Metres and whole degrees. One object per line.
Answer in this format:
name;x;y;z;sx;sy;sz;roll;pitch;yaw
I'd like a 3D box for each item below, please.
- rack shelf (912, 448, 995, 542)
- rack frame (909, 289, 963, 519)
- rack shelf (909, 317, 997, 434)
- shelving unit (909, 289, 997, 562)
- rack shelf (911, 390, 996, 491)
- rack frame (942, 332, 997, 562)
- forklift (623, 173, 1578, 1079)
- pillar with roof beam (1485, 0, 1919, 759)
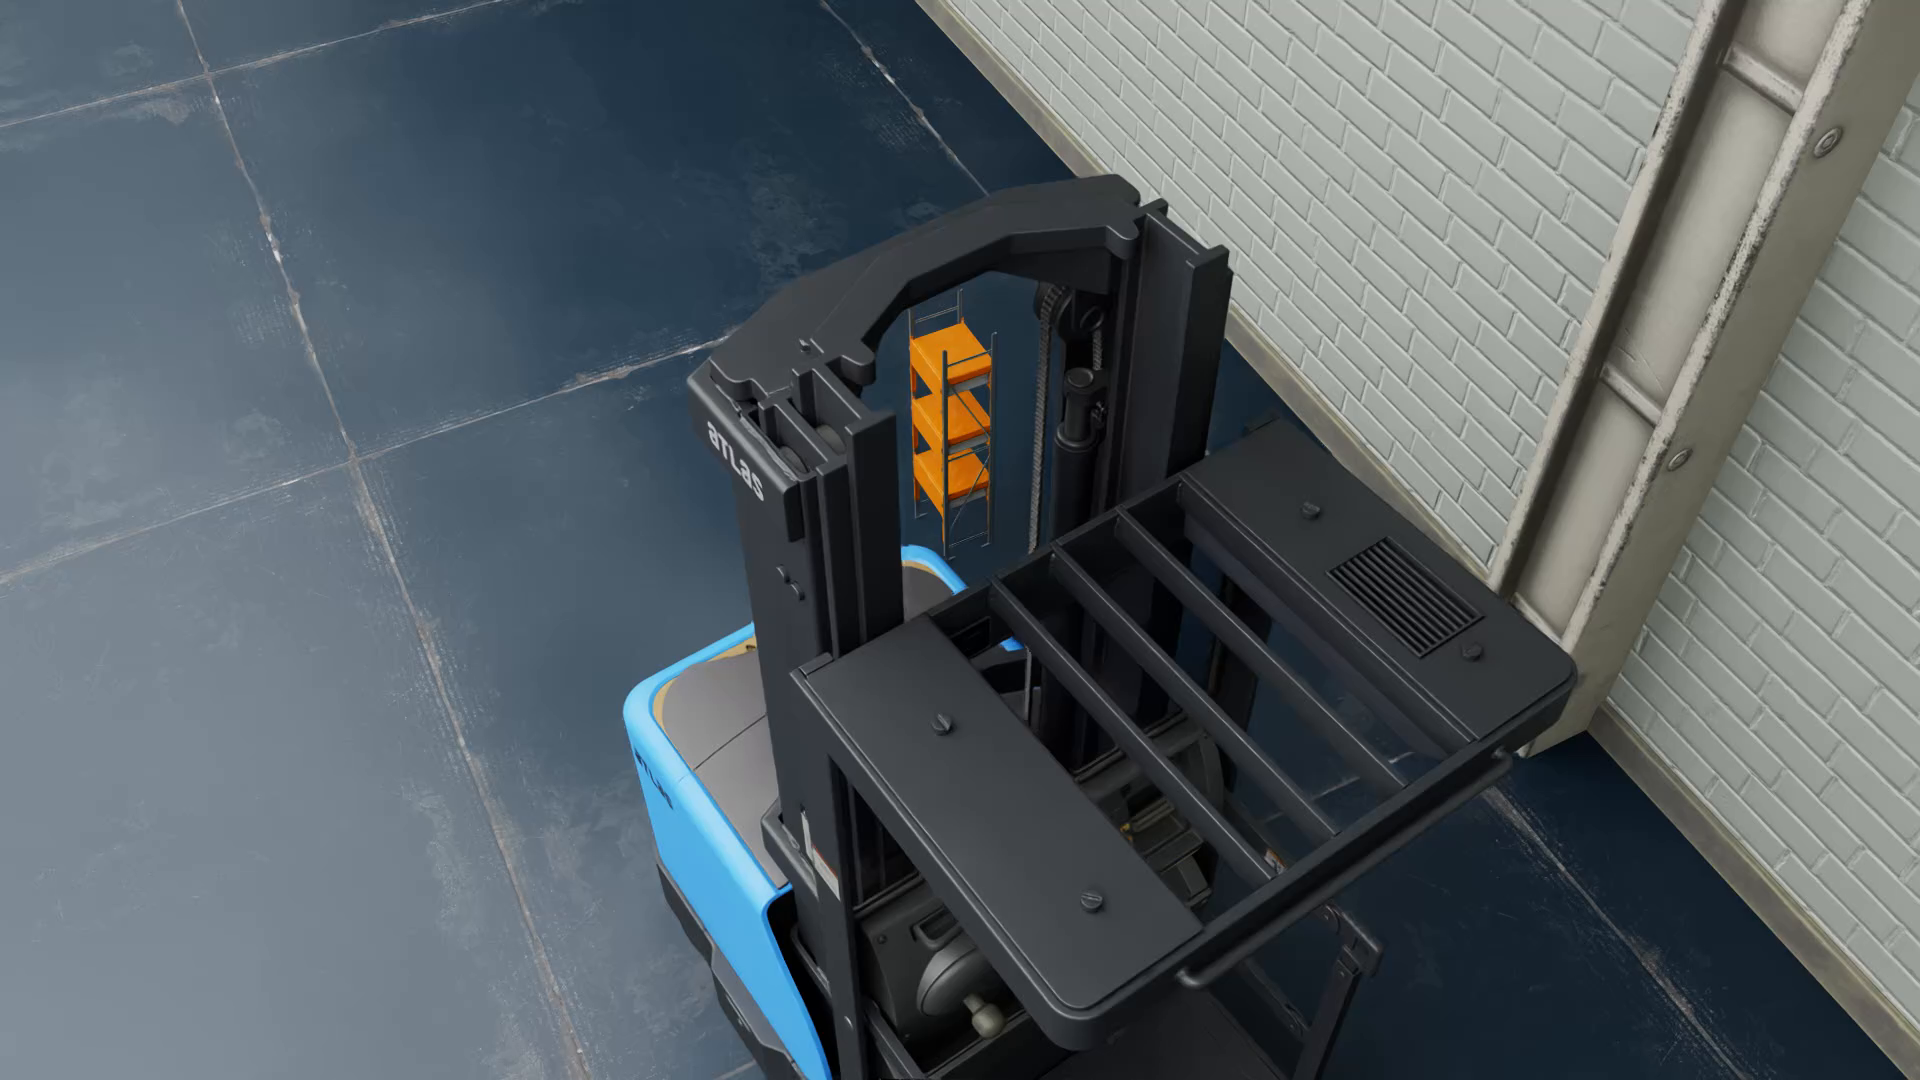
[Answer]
rack shelf;-0.025;-0.191;6.103;0.215;0.259;0.240;-21;52;-18
rack frame;-0.080;-0.463;5.958;0.200;1.050;0.008;-21;52;-18
rack shelf;-0.025;-0.561;5.680;0.215;0.259;0.240;-21;52;-18
shelving unit;-0.025;-0.381;5.886;0.215;1.050;0.252;-21;52;-18
rack shelf;-0.025;-0.374;5.894;0.215;0.259;0.240;-21;52;-18
rack frame;0.031;-0.300;5.815;0.200;1.050;0.008;-21;52;-18
forklift;0.336;0.848;3.561;1.130;2.935;3.031;-28;54;-22
pillar with roof beam;-1.883;-0.925;1.081;9.100;9.000;0.400;-21;52;-18
